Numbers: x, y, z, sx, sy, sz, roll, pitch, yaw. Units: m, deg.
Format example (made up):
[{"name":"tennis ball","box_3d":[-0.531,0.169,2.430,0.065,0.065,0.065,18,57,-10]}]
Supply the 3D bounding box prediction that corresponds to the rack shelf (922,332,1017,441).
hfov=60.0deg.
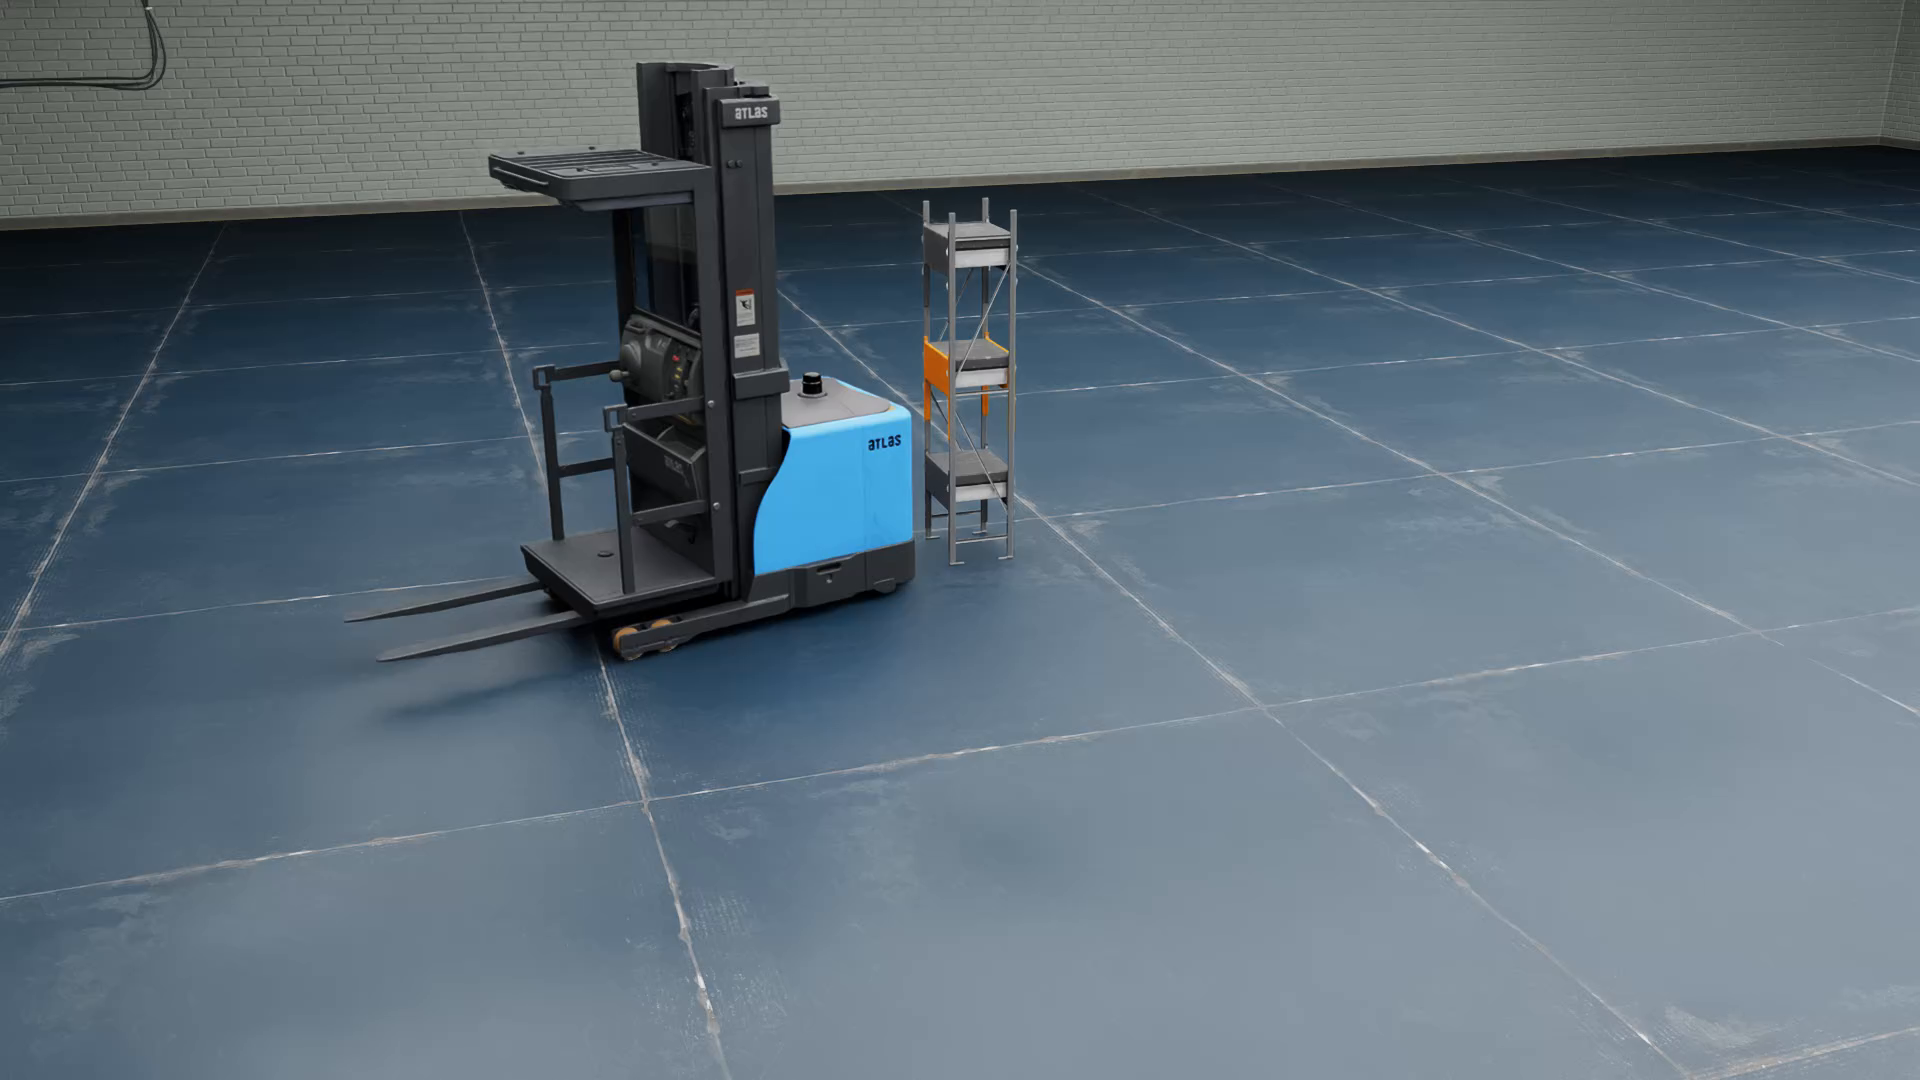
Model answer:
[{"name":"rack shelf","box_3d":[0.052,-0.922,9.918,0.431,0.518,0.480,-6,21,-17]}]

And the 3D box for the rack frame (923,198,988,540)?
[{"name":"rack frame","box_3d":[-0.025,-1.013,10.132,0.400,2.100,0.015,-6,21,-17]}]

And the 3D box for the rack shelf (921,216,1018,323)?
[{"name":"rack shelf","box_3d":[0.052,-1.581,9.682,0.431,0.518,0.480,-6,21,-17]}]

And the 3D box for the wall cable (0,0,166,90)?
[{"name":"wall cable","box_3d":[-11.754,-6.864,20.809,3.097,2.526,0.112,-6,21,-17]}]

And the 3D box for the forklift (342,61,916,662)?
[{"name":"forklift","box_3d":[-1.766,-0.957,8.744,3.031,2.935,1.130,-13,23,-32]}]

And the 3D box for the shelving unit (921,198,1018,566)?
[{"name":"shelving unit","box_3d":[0.052,-0.935,9.914,0.431,2.100,0.503,-6,21,-17]}]

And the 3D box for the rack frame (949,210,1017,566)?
[{"name":"rack frame","box_3d":[0.129,-0.857,9.696,0.400,2.100,0.015,-6,21,-17]}]

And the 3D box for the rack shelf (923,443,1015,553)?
[{"name":"rack shelf","box_3d":[0.052,-0.263,10.155,0.431,0.518,0.480,-6,21,-17]}]
